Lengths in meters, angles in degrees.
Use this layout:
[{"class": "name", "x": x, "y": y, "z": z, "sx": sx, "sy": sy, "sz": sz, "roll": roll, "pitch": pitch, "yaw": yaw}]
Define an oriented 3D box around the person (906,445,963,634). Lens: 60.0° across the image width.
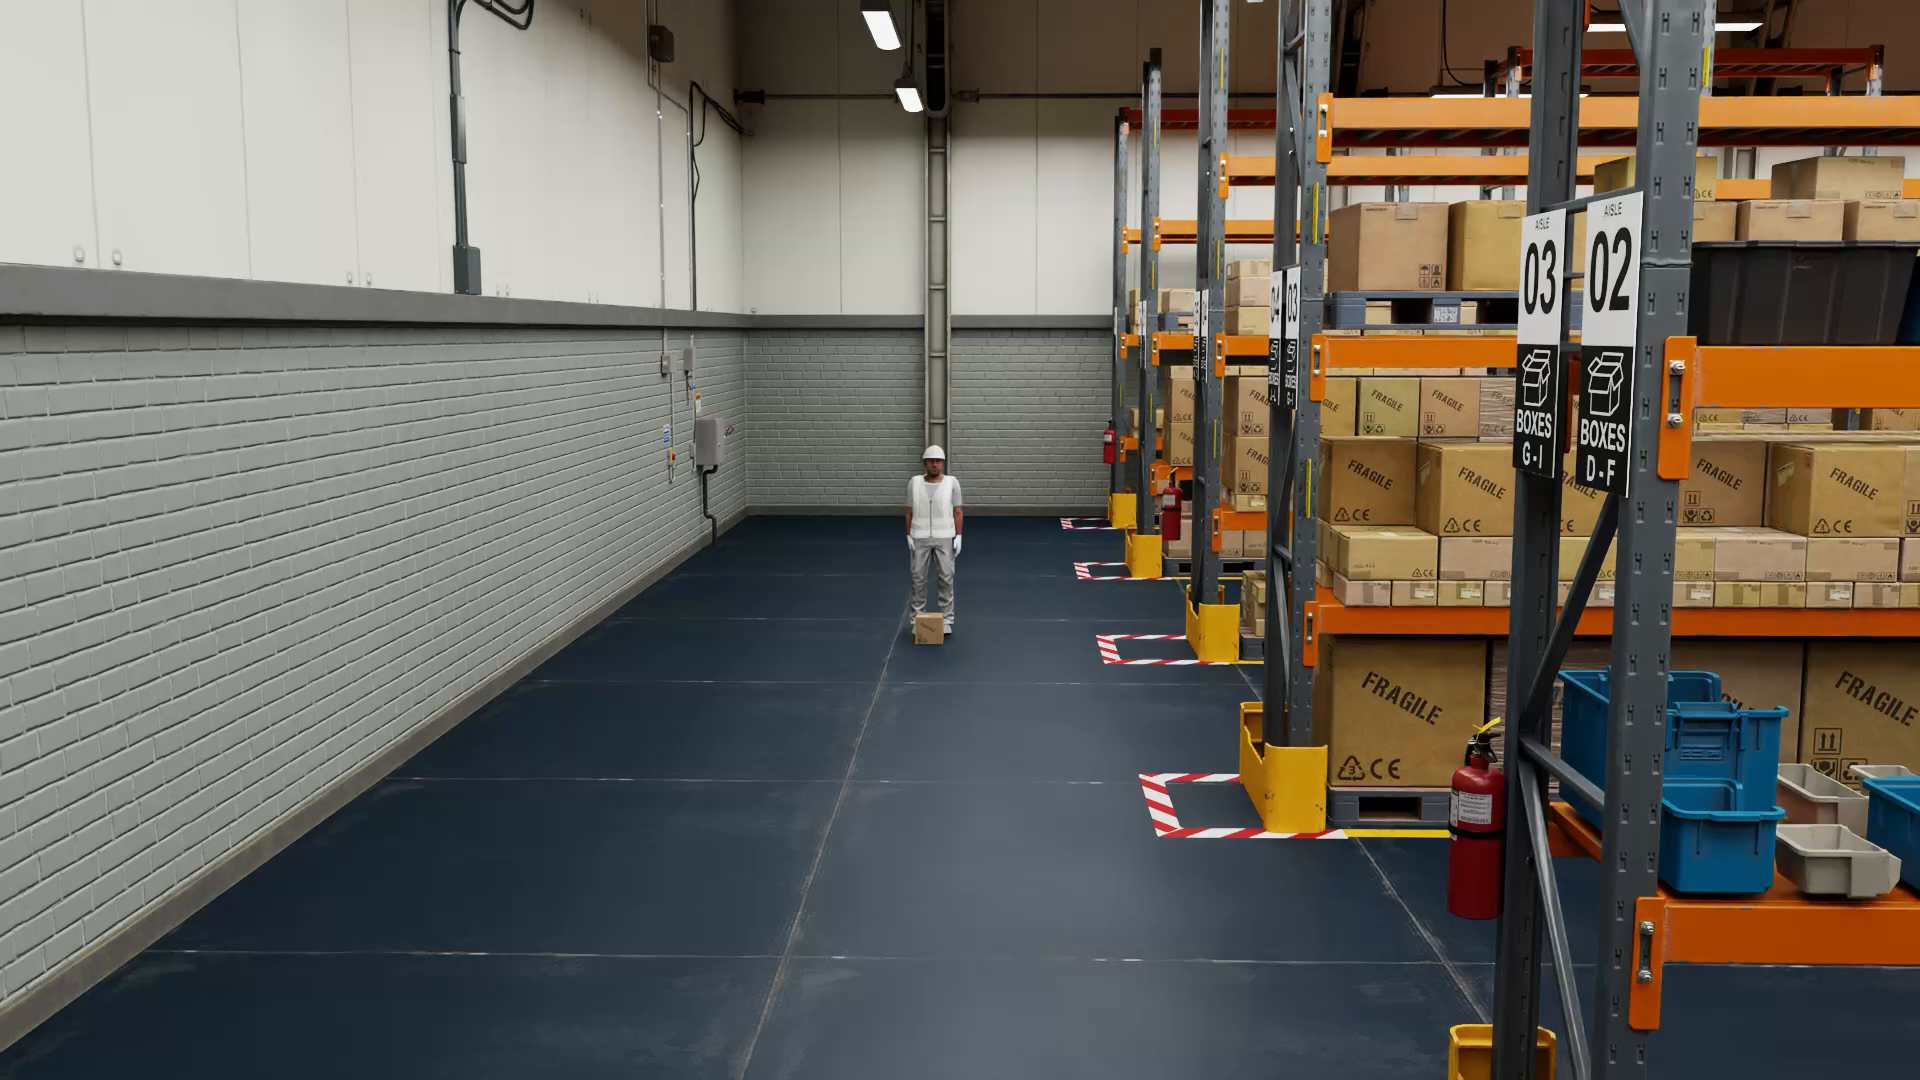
[{"class": "person", "x": -0.246, "y": 0.006, "z": 15.726, "sx": 0.545, "sy": 1.801, "sz": 0.361, "roll": 0, "pitch": 7, "yaw": 3}]
